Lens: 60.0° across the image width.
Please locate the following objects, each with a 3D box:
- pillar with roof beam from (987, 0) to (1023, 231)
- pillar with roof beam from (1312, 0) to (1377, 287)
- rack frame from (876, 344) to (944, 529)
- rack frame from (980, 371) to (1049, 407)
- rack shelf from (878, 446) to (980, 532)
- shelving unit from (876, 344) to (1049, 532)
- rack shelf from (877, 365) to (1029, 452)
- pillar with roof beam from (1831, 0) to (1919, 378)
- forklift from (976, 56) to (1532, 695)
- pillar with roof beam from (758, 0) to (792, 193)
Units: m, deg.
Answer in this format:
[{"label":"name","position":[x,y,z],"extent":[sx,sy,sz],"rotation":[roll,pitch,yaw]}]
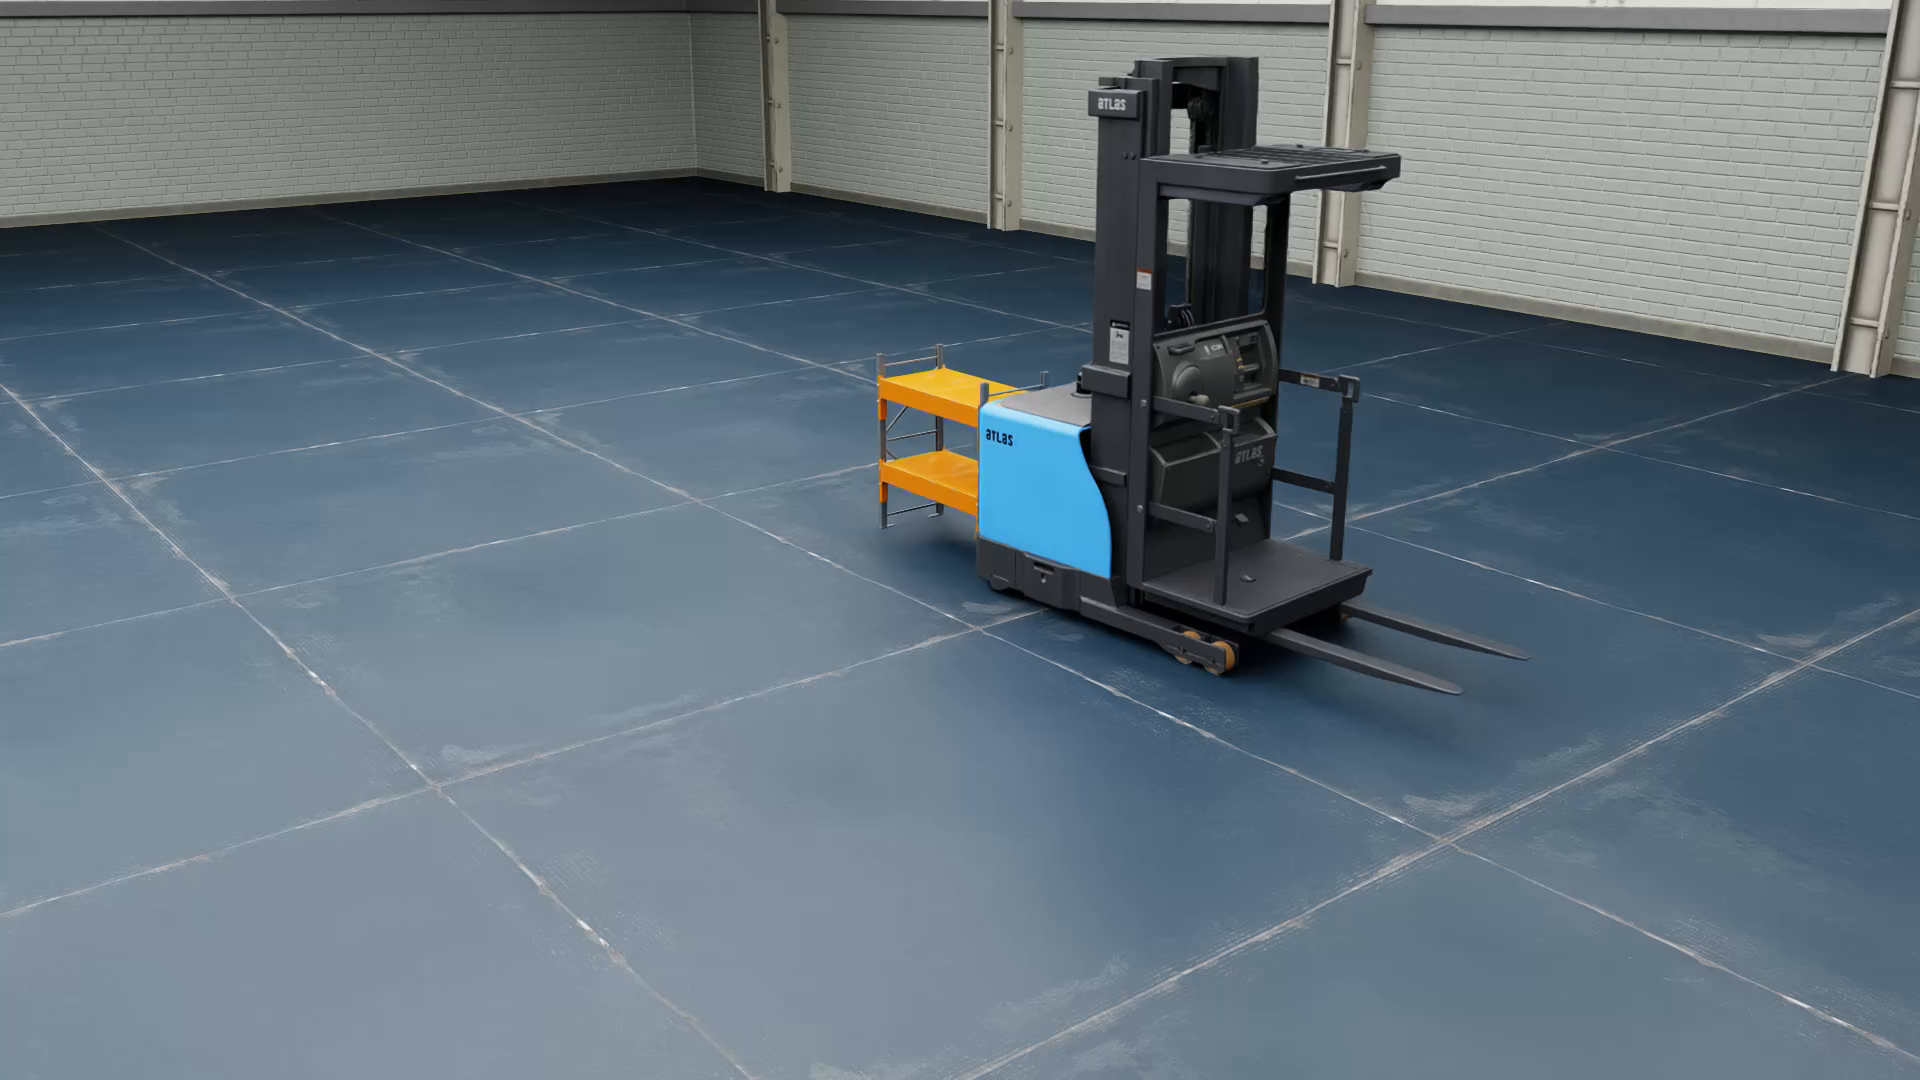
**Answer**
[{"label":"pillar with roof beam","position":[-2.743,-7.898,19.899],"extent":[9.100,9.000,0.400],"rotation":[-14,23,-36]},{"label":"pillar with roof beam","position":[0.982,-6.420,15.434],"extent":[9.100,9.000,0.400],"rotation":[-14,23,-36]},{"label":"rack frame","position":[-0.311,-0.658,10.559],"extent":[0.500,1.125,0.032],"rotation":[-14,23,-36]},{"label":"rack frame","position":[0.320,-0.407,9.802],"extent":[0.500,1.125,0.032],"rotation":[-14,23,-36]},{"label":"rack shelf","position":[0.004,-0.300,10.258],"extent":[0.538,0.278,1.000],"rotation":[-14,23,-36]},{"label":"shelving unit","position":[0.004,-0.532,10.181],"extent":[0.538,1.125,1.048],"rotation":[-14,23,-36]},{"label":"rack shelf","position":[0.004,-0.810,10.089],"extent":[0.538,0.278,1.000],"rotation":[-14,23,-36]},{"label":"pillar with roof beam","position":[4.707,-4.941,10.969],"extent":[9.100,9.000,0.400],"rotation":[-14,23,-36]},{"label":"forklift","position":[1.467,-0.899,8.413],"extent":[1.130,2.935,3.031],"rotation":[-16,24,-40]},{"label":"pillar with roof beam","position":[-6.469,-9.377,24.364],"extent":[9.100,9.000,0.400],"rotation":[-14,23,-36]}]
